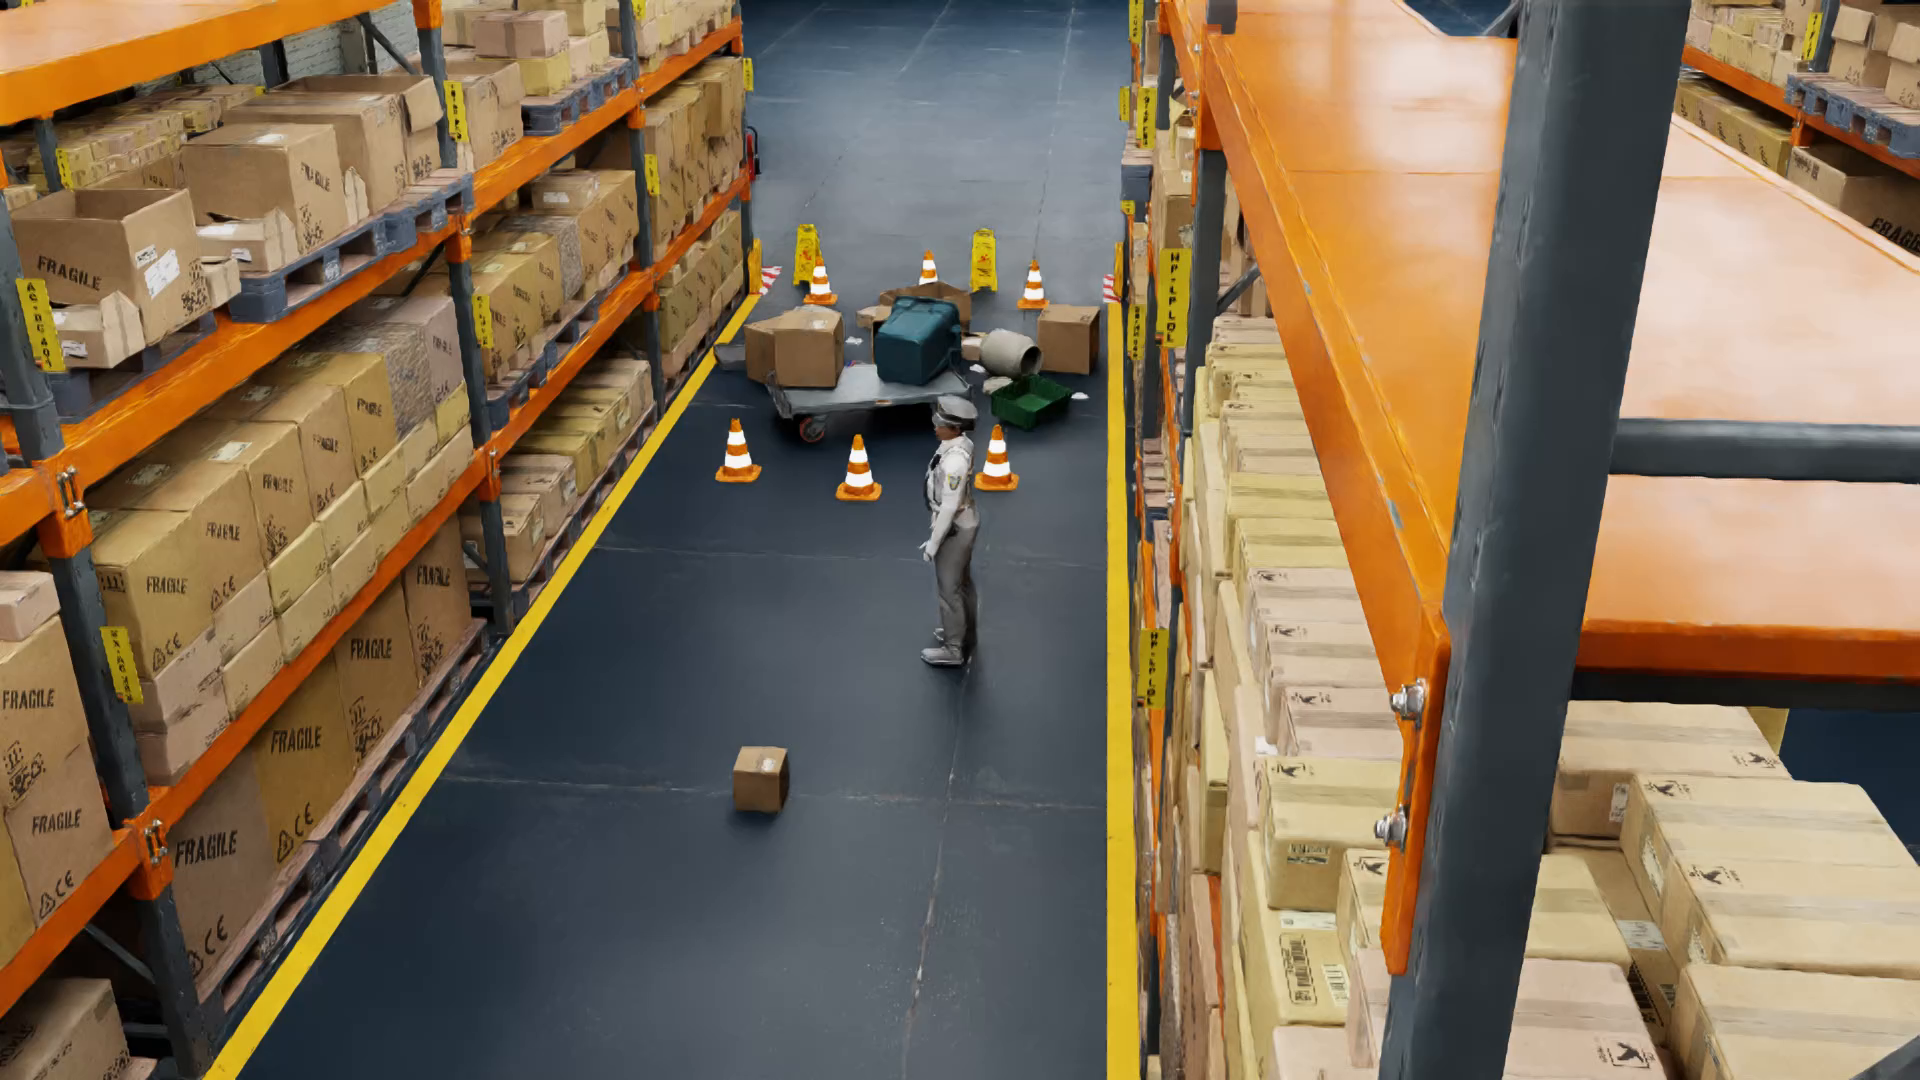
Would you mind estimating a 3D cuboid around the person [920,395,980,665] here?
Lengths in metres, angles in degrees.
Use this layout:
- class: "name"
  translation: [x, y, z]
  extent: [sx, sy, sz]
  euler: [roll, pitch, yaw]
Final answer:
- class: "person"
  translation: [-0.057, -0.059, 10.049]
  extent: [0.356, 1.686, 0.520]
  euler: [2, 25, 5]
